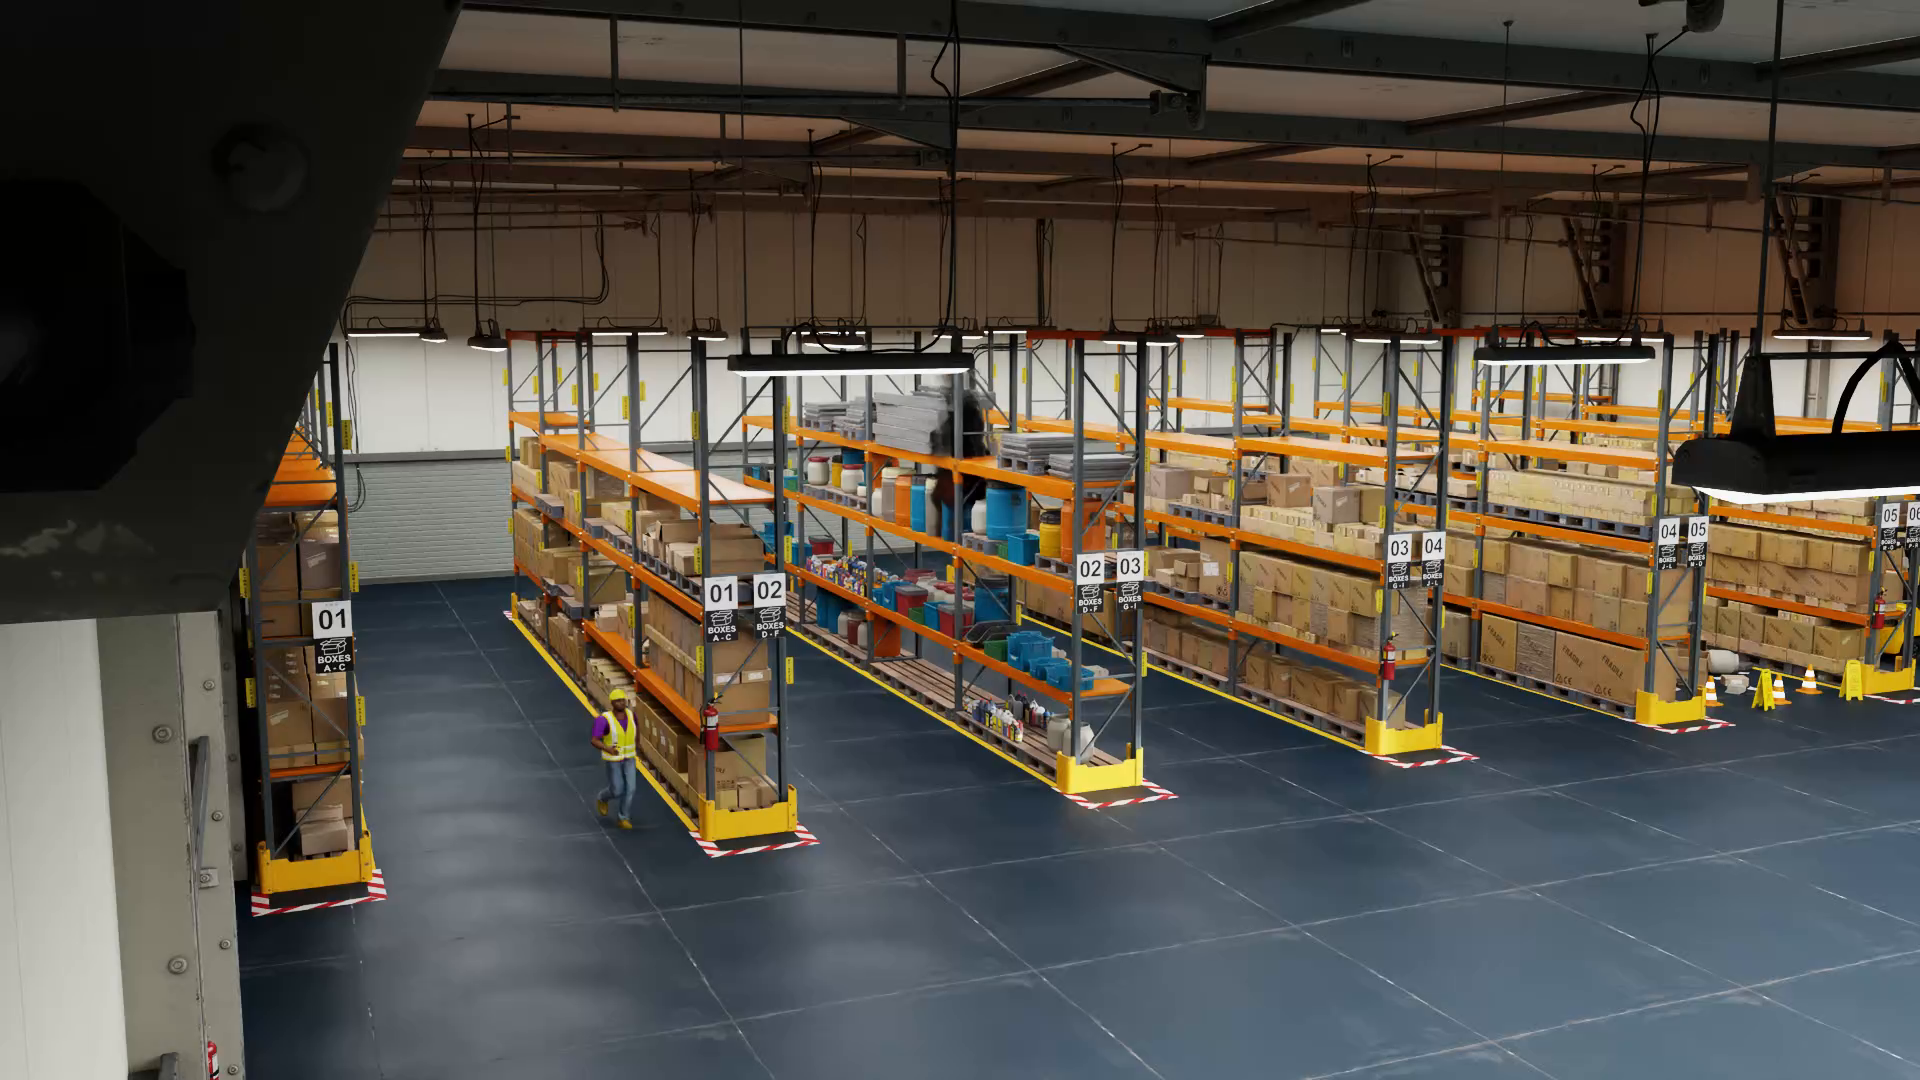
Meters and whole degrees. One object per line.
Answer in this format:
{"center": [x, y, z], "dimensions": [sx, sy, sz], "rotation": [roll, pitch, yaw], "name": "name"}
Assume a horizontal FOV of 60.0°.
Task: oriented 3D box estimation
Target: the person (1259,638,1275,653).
{"center": [5.764, 1.301, 30.616], "dimensions": [0.685, 1.799, 0.850], "rotation": [-4, 9, -24], "name": "person"}

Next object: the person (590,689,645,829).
{"center": [-4.236, 2.687, 20.580], "dimensions": [0.699, 1.726, 0.687], "rotation": [-7, 10, -40], "name": "person"}
